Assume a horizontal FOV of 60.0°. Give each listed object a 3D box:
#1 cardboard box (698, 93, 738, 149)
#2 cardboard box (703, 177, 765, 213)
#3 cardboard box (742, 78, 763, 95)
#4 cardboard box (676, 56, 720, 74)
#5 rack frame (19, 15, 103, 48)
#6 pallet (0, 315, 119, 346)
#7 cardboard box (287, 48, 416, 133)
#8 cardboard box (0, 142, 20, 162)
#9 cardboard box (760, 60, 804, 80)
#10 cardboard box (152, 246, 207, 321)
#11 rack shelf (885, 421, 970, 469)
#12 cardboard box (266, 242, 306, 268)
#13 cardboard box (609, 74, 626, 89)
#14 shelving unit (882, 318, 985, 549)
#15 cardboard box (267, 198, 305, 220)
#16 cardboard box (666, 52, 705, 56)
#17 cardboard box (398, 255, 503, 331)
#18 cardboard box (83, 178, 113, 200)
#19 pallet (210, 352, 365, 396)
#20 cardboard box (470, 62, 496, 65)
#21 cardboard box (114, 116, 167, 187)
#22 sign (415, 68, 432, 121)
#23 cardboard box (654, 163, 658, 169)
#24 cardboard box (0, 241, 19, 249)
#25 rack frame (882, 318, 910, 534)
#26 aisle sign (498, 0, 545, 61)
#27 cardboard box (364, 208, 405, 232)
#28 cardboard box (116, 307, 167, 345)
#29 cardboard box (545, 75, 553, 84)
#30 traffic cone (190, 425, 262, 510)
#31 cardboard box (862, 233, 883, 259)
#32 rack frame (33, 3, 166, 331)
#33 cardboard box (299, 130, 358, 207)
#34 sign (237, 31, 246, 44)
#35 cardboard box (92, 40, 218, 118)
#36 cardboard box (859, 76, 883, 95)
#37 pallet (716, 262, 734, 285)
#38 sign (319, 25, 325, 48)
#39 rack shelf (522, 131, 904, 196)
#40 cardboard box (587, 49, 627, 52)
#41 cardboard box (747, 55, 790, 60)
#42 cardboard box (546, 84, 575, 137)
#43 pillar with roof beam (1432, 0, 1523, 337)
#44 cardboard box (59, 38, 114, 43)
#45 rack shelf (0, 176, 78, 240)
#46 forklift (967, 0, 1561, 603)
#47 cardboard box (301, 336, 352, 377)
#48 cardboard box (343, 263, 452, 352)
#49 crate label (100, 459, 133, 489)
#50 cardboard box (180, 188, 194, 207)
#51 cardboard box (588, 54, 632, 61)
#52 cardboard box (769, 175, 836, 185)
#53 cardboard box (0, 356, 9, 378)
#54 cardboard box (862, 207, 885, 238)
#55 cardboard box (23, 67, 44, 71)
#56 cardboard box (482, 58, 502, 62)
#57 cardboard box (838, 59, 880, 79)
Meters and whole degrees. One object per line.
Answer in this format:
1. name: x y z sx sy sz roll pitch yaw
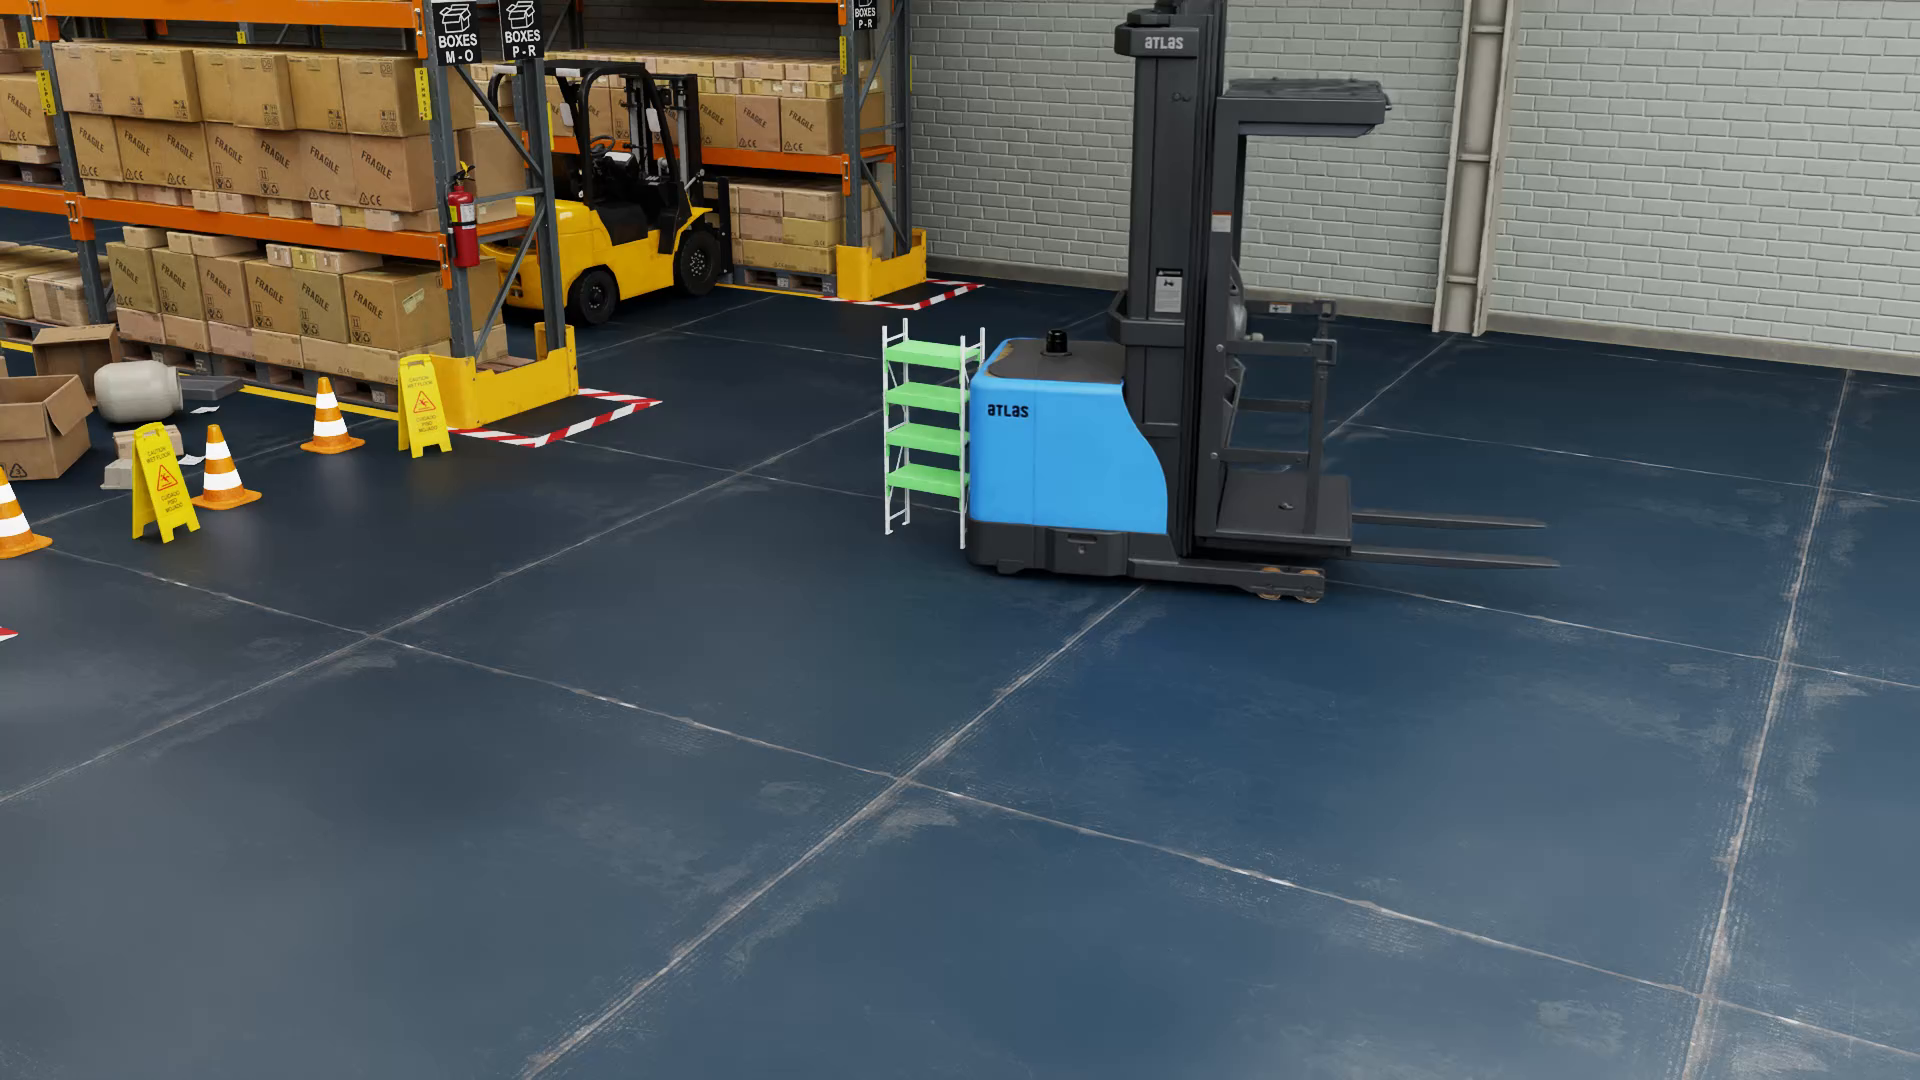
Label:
1. cardboard box: -2.218 -4.056 16.000 0.500 0.500 0.500 10 22 26
2. cardboard box: -2.213 -3.354 16.162 0.500 0.250 0.500 11 23 28
3. cardboard box: -1.849 -4.297 15.713 0.250 0.149 0.380 11 22 27
4. cardboard box: -2.522 -4.573 16.039 0.250 0.149 0.380 11 23 28
5. rack frame: -11.241 -5.827 21.029 0.127 3.000 1.000 11 23 27
6. pallet: -7.354 -1.836 14.117 1.213 0.211 1.003 11 23 27
7. cardboard box: -4.173 -3.116 11.507 0.500 0.500 0.700 11 23 28
8. cardboard box: -7.479 -3.150 13.402 0.250 0.149 0.380 10 22 26
9. cardboard box: -1.652 -4.387 15.525 0.250 0.149 0.380 11 23 28
10. cardboard box: -5.817 -2.011 12.827 0.500 0.500 0.500 12 23 29
11. rack shelf: -0.145 -0.532 9.258 0.480 0.148 0.258 11 23 27
12. cardboard box: -4.809 -2.099 12.117 0.250 0.149 0.380 12 23 30
13. cardboard box: -3.231 -4.532 16.362 0.250 0.149 0.380 11 22 27
14. shelving unit: -0.145 -0.592 9.236 0.503 1.200 0.258 11 23 27
15. cardboard box: -4.764 -2.425 12.020 0.250 0.149 0.380 11 22 27
16. cardboard box: -2.728 -4.802 16.671 0.250 0.149 0.380 11 22 27
17. cardboard box: -3.772 -1.830 12.328 0.500 0.500 0.500 10 22 26
18. cardboard box: -6.555 -2.752 12.921 0.250 0.149 0.380 11 23 27
19. pallet: -5.001 -1.403 12.924 1.213 0.211 1.003 11 23 27
20. cardboard box: -5.085 -4.933 17.467 0.250 0.149 0.380 11 23 27
21. cardboard box: -5.976 -2.972 12.576 0.500 0.500 0.500 11 23 27
22. sign: -3.470 -2.884 10.754 0.005 0.325 0.100 11 23 27
23. cardboard box: -3.283 -3.767 17.301 0.500 0.250 0.500 10 22 27
24. cardboard box: -9.030 -2.428 14.897 0.625 0.372 0.950 10 22 26
25. rack frame: -0.358 -0.632 9.348 0.015 1.200 0.240 11 23 27
26. aisle sign: -2.977 -3.657 11.235 0.004 0.787 0.394 11 23 27
27. cardboard box: -3.888 -2.242 11.516 0.250 0.149 0.380 10 22 27
28. cardboard box: -6.291 -1.744 13.191 0.500 0.250 0.500 10 22 25
29. cardboard box: -4.107 -4.717 16.871 0.250 0.149 0.380 10 22 26
30. traffic cone: -4.431 -0.461 9.956 0.334 0.463 0.336 11 23 27
31. cardboard box: -1.098 -2.876 16.310 0.500 0.250 0.500 11 23 28
32. rack frame: -6.674 -3.018 13.286 0.127 3.000 1.000 11 23 27
33. cardboard box: -4.225 -2.632 11.640 0.500 0.500 0.500 11 23 27
34. sign: -8.005 -5.505 18.561 0.005 0.325 0.100 11 23 27
35. cardboard box: -5.960 -3.445 12.416 0.500 0.500 0.700 11 23 28
36. cardboard box: -0.934 -4.316 15.768 0.250 0.149 0.380 10 22 26
37. pallet: -2.513 -2.838 16.879 1.213 0.211 1.003 11 23 27
38. sign: -7.481 -5.871 19.454 0.005 0.325 0.100 11 23 27
39. rack shelf: -2.510 -3.825 16.567 4.000 0.370 1.077 11 23 27
40. cardboard box: -3.632 -4.971 17.135 0.250 0.149 0.380 10 22 26
41. cardboard box: -1.854 -4.617 16.161 0.250 0.149 0.380 12 23 29
42. cardboard box: -3.996 -4.392 16.926 0.500 0.500 0.500 10 22 26
43. pillar with roof beam: 2.206 -4.756 9.279 0.400 9.000 9.100 11 23 27
44. cardboard box: -10.475 -5.838 20.297 0.500 0.500 0.700 11 23 28
45. rack shelf: -8.420 -3.012 14.325 4.000 0.370 1.077 11 23 27
46. forklift: 1.607 -1.255 8.527 3.031 2.935 1.130 4 20 11
47. cardboard box: -4.467 -1.400 12.243 0.500 0.250 0.500 11 23 27
48. cardboard box: -4.009 -1.666 11.875 0.500 0.500 0.500 11 23 28
49. crate label: -5.148 -0.420 10.321 0.298 0.136 0.250 0 20 -1
50. cardboard box: -5.616 -2.604 12.512 0.250 0.149 0.380 11 23 27
51. cardboard box: -3.449 -4.717 16.435 0.250 0.149 0.380 11 23 28
52. cardboard box: -1.530 -3.424 16.356 0.500 0.250 0.500 11 23 27
53. cardboard box: -6.771 -0.934 11.004 0.503 0.637 0.797 11 23 27
54. cardboard box: -1.074 -3.111 16.225 0.500 0.250 0.500 11 23 28
55. cardboard box: -7.806 -3.735 14.064 0.500 0.500 0.500 11 22 27
56. cardboard box: -5.118 -5.109 17.952 0.250 0.149 0.380 11 22 27
57. cardboard box: -0.953 -4.442 15.678 0.250 0.149 0.380 10 22 26
